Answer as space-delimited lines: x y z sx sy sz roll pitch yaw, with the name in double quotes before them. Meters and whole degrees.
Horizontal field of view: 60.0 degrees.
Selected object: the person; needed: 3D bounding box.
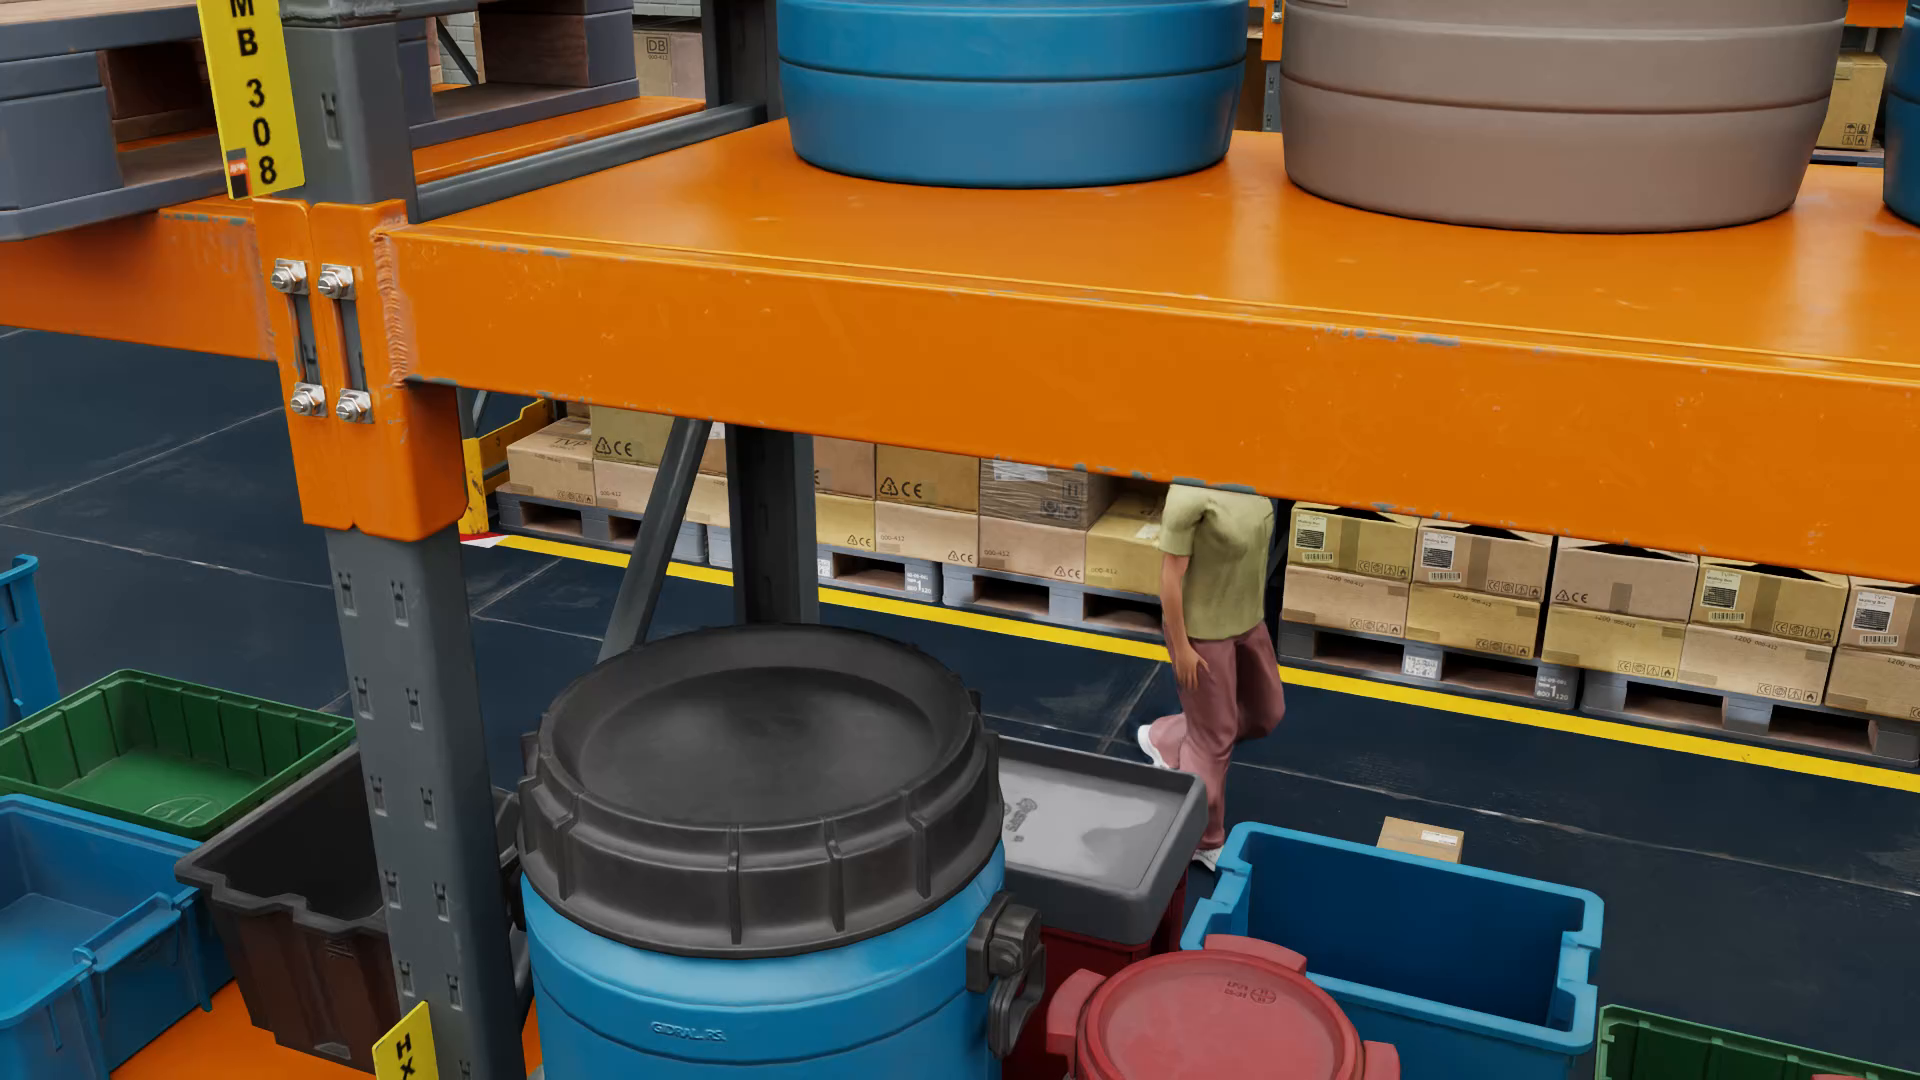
"person" 0.791 0.266 5.404 0.589 1.665 0.492 21 30 41
